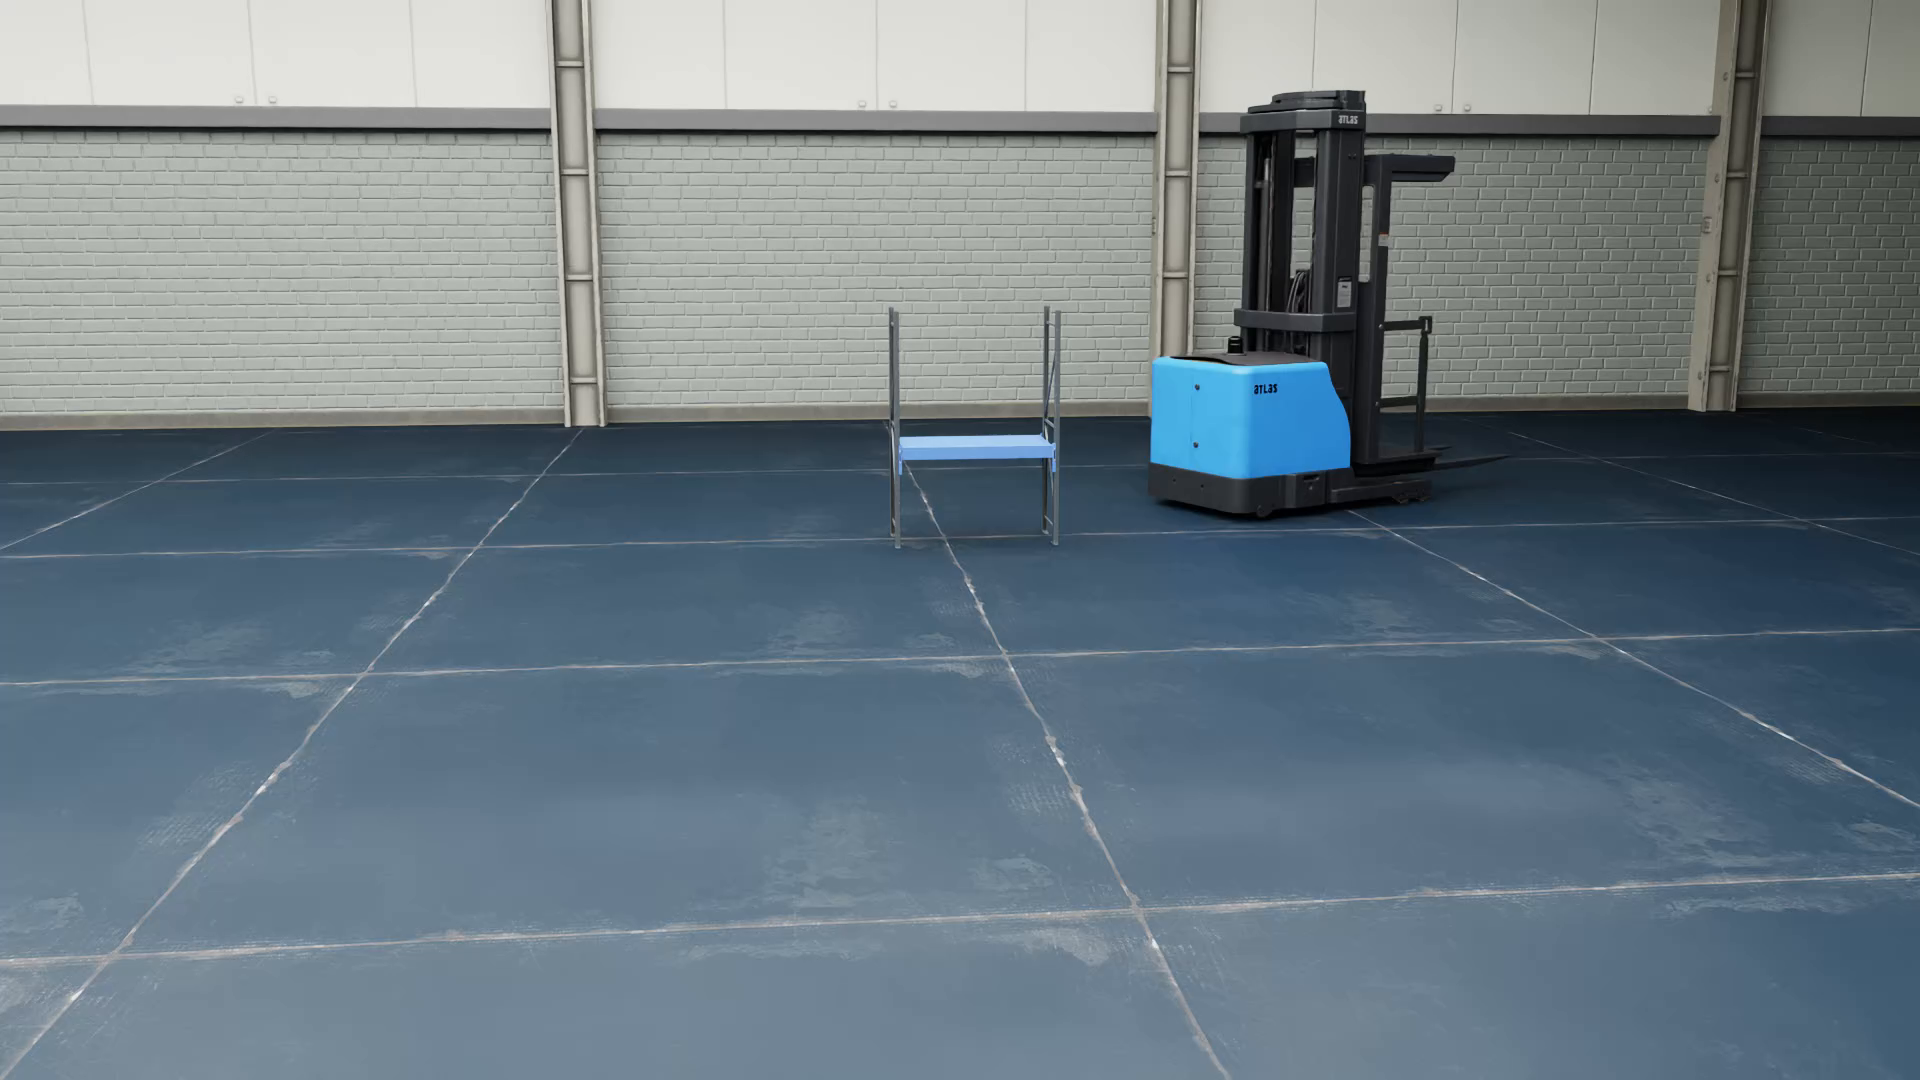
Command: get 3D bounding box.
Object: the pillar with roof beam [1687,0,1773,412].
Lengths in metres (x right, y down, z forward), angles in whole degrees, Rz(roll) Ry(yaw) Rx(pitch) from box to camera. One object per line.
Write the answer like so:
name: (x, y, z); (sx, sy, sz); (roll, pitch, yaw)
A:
pillar with roof beam: (8.624, -5.006, 13.003); (0.400, 9.000, 9.100); (-1, 11, -6)

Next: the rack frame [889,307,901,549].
rack frame: (-0.421, -0.727, 10.679); (0.032, 1.500, 0.500); (-1, 11, -6)

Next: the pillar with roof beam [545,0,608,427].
pillar with roof beam: (-3.306, -4.756, 11.731); (0.400, 9.000, 9.100); (-1, 11, -6)

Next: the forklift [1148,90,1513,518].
forklift: (2.899, -1.783, 12.339); (3.031, 2.935, 1.130); (-7, 13, -32)

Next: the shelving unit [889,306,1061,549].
shelving unit: (0.085, -0.738, 10.732); (1.048, 1.500, 0.538); (-1, 11, -6)

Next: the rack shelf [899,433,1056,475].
rack shelf: (0.085, -0.561, 10.767); (1.000, 0.185, 0.538); (-1, 11, -6)

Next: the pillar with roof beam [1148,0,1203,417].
pillar with roof beam: (2.659, -4.881, 12.367); (0.400, 9.000, 9.100); (-1, 11, -6)

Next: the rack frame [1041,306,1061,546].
rack frame: (0.590, -0.748, 10.786); (0.032, 1.500, 0.500); (-1, 11, -6)
